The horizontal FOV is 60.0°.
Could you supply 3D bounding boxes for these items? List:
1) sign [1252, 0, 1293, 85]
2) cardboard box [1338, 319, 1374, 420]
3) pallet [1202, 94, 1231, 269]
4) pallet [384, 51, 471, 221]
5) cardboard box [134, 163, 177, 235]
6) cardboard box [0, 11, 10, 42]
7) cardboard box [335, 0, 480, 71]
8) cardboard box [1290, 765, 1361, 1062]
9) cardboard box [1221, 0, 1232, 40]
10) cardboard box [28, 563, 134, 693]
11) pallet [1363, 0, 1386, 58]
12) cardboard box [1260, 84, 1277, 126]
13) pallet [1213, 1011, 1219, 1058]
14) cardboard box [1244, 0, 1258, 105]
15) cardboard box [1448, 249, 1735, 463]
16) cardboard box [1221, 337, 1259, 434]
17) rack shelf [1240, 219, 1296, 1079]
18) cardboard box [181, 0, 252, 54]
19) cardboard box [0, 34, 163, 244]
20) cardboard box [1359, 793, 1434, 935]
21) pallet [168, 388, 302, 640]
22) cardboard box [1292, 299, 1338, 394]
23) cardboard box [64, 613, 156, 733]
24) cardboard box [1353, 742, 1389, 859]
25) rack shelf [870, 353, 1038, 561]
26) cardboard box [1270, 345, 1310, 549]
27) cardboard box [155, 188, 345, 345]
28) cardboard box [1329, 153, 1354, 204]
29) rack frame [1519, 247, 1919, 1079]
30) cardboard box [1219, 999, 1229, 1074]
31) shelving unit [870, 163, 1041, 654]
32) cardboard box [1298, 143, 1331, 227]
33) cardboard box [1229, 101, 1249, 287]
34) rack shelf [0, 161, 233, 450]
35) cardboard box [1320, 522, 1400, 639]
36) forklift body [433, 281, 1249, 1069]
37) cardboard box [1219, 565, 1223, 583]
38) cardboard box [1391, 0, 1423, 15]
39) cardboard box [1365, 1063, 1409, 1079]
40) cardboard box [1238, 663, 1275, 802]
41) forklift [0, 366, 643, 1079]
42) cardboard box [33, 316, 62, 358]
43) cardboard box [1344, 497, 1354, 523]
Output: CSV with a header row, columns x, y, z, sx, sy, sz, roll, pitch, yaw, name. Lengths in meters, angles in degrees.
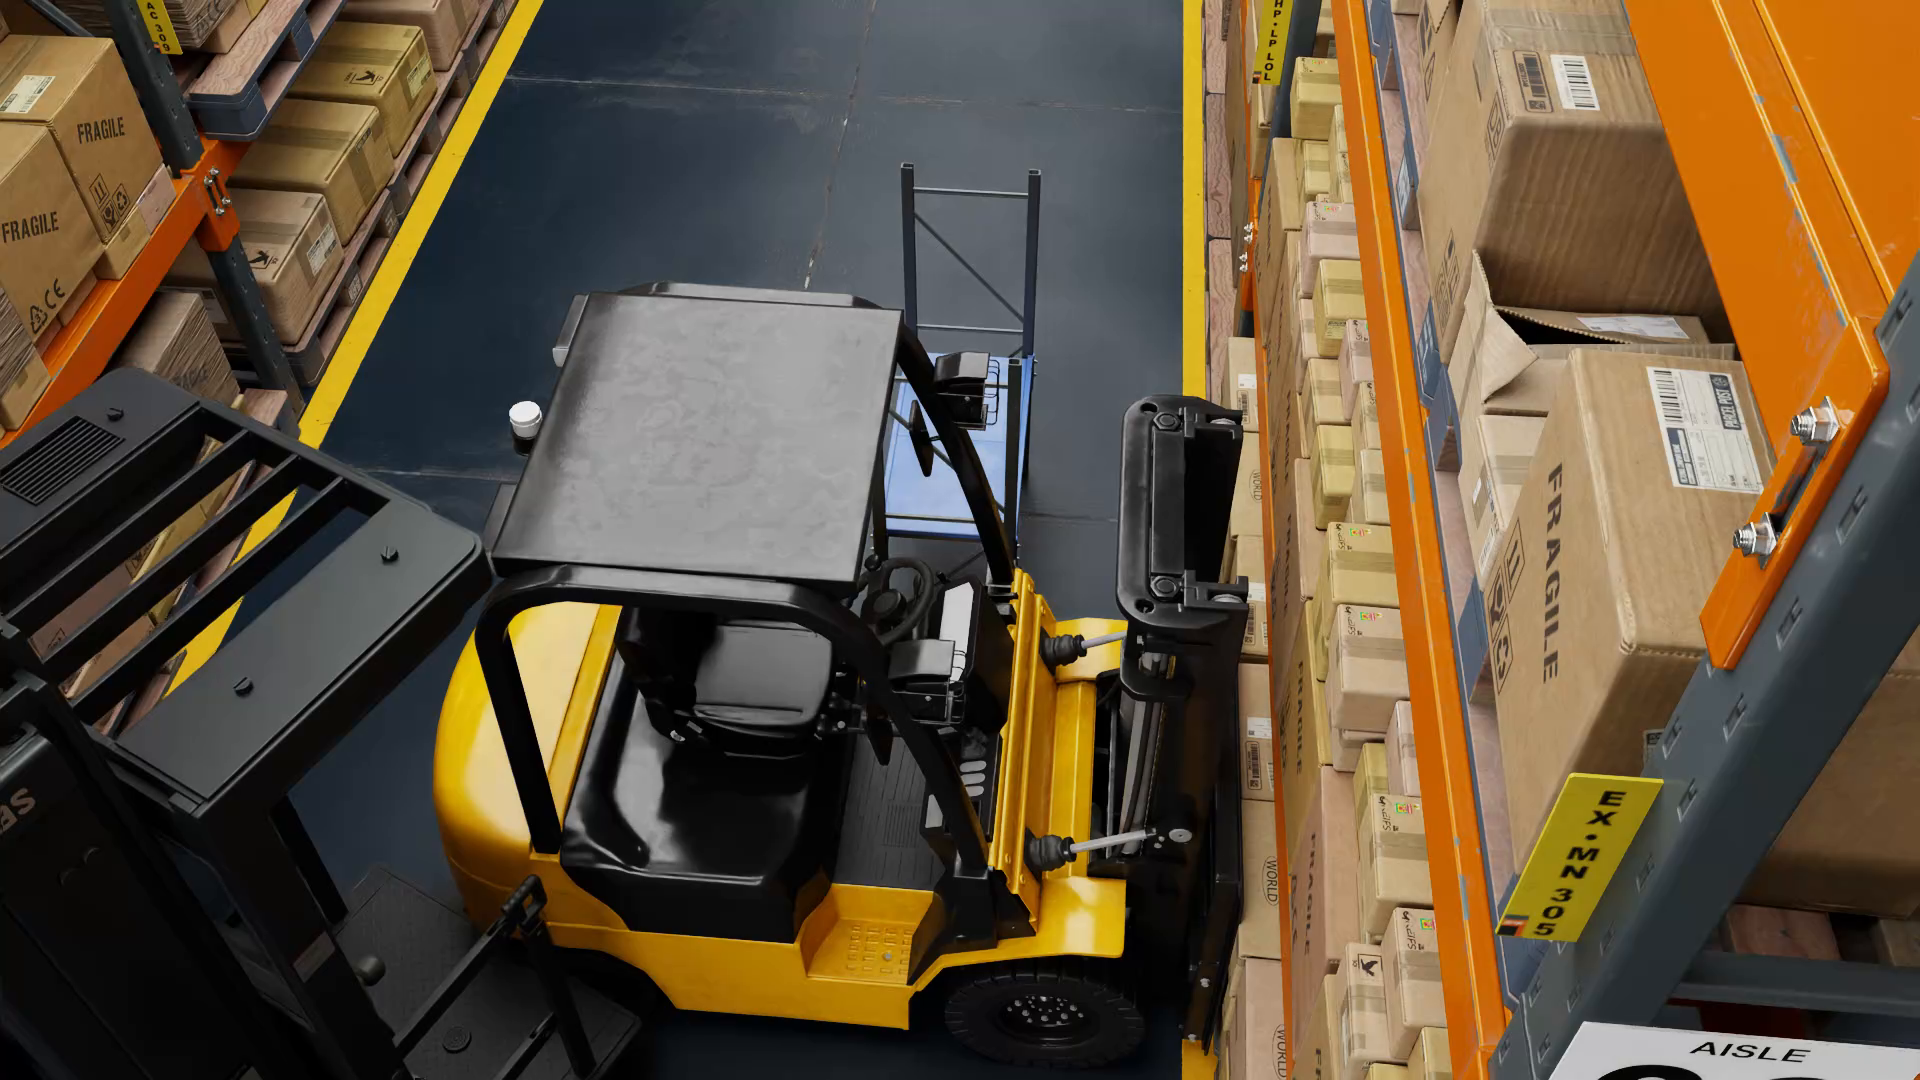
x,y,z,sx,sy,sz,roll,pitch,yaw,name
1.036,-1.649,5.494,0.100,0.325,0.005,4,48,4,sign
1.214,-0.442,4.413,0.380,0.149,0.250,4,48,3,cardboard box
1.714,-1.758,8.214,1.003,0.211,1.213,4,48,4,pallet
-3.188,-2.117,8.543,1.003,0.211,1.213,4,48,4,pallet
-3.092,-1.245,6.026,0.380,0.149,0.250,3,48,3,cardboard box
-3.622,-1.750,5.370,0.700,0.500,0.500,3,48,3,cardboard box
-3.122,-2.824,8.796,0.950,0.372,0.625,3,48,3,cardboard box
1.052,0.890,3.835,0.500,0.500,0.500,5,48,5,cardboard box
1.871,-3.078,8.857,0.875,0.625,0.625,5,48,5,cardboard box
-3.243,0.148,5.652,0.500,0.500,0.500,6,48,6,cardboard box
1.525,-1.610,4.217,1.003,0.211,1.213,4,48,4,pallet
1.367,-1.752,6.082,0.500,0.250,0.500,3,48,3,cardboard box
1.354,1.166,5.540,1.003,0.211,1.213,4,48,4,pallet
1.403,-1.963,6.614,0.500,0.250,0.500,4,48,3,cardboard box
1.009,-0.274,2.674,0.396,0.266,0.258,4,48,4,cardboard box
1.221,-0.472,6.051,0.500,0.250,0.500,3,48,3,cardboard box
1.395,0.457,4.787,1.077,0.370,4.000,4,48,4,rack shelf
-3.001,-2.029,6.458,0.380,0.149,0.250,5,48,4,cardboard box
-3.159,-1.378,5.708,0.500,0.500,0.500,3,48,3,cardboard box
1.024,0.676,3.390,0.380,0.149,0.250,5,48,4,cardboard box
-3.392,-0.150,6.744,1.003,0.211,1.213,4,48,4,pallet
1.146,-0.539,4.703,0.380,0.149,0.250,3,48,3,cardboard box
-3.242,0.417,5.914,0.500,0.250,0.500,5,48,4,cardboard box
1.077,0.600,3.661,0.380,0.149,0.250,4,48,3,cardboard box
-0.008,-0.322,6.272,0.538,0.185,1.000,4,48,4,rack shelf
1.201,-0.225,4.855,0.500,0.500,0.500,3,48,3,cardboard box
-3.321,-1.227,7.336,0.950,0.372,0.625,4,48,4,cardboard box
1.304,-1.008,4.930,0.380,0.149,0.250,3,48,3,cardboard box
1.213,-0.341,0.964,1.000,3.000,0.127,4,48,4,rack frame
1.050,1.372,5.041,0.500,0.250,0.500,4,48,4,cardboard box
-0.008,-0.443,6.139,0.538,1.500,1.048,4,48,4,shelving unit
1.264,-1.101,5.217,0.380,0.149,0.250,5,48,4,cardboard box
1.692,-1.550,7.459,0.875,0.625,0.625,3,48,3,cardboard box
-3.549,0.126,5.090,1.077,0.370,4.000,4,48,4,rack shelf
1.052,0.109,3.909,0.380,0.149,0.250,5,48,4,cardboard box
-0.431,0.454,4.877,2.313,2.155,1.214,4,48,4,forklift body
1.182,0.067,5.896,0.500,0.250,0.500,4,48,3,cardboard box
1.139,-1.328,3.638,0.396,0.266,0.258,3,48,3,cardboard box
0.965,1.157,3.151,0.380,0.149,0.250,5,48,4,cardboard box
1.074,0.654,5.020,0.500,0.250,0.500,3,48,3,cardboard box
-1.649,0.782,4.049,1.130,2.935,3.031,24,52,20,forklift
-3.246,-0.693,5.521,0.380,0.149,0.250,3,48,3,cardboard box
1.170,0.036,4.177,0.380,0.149,0.250,4,48,3,cardboard box
